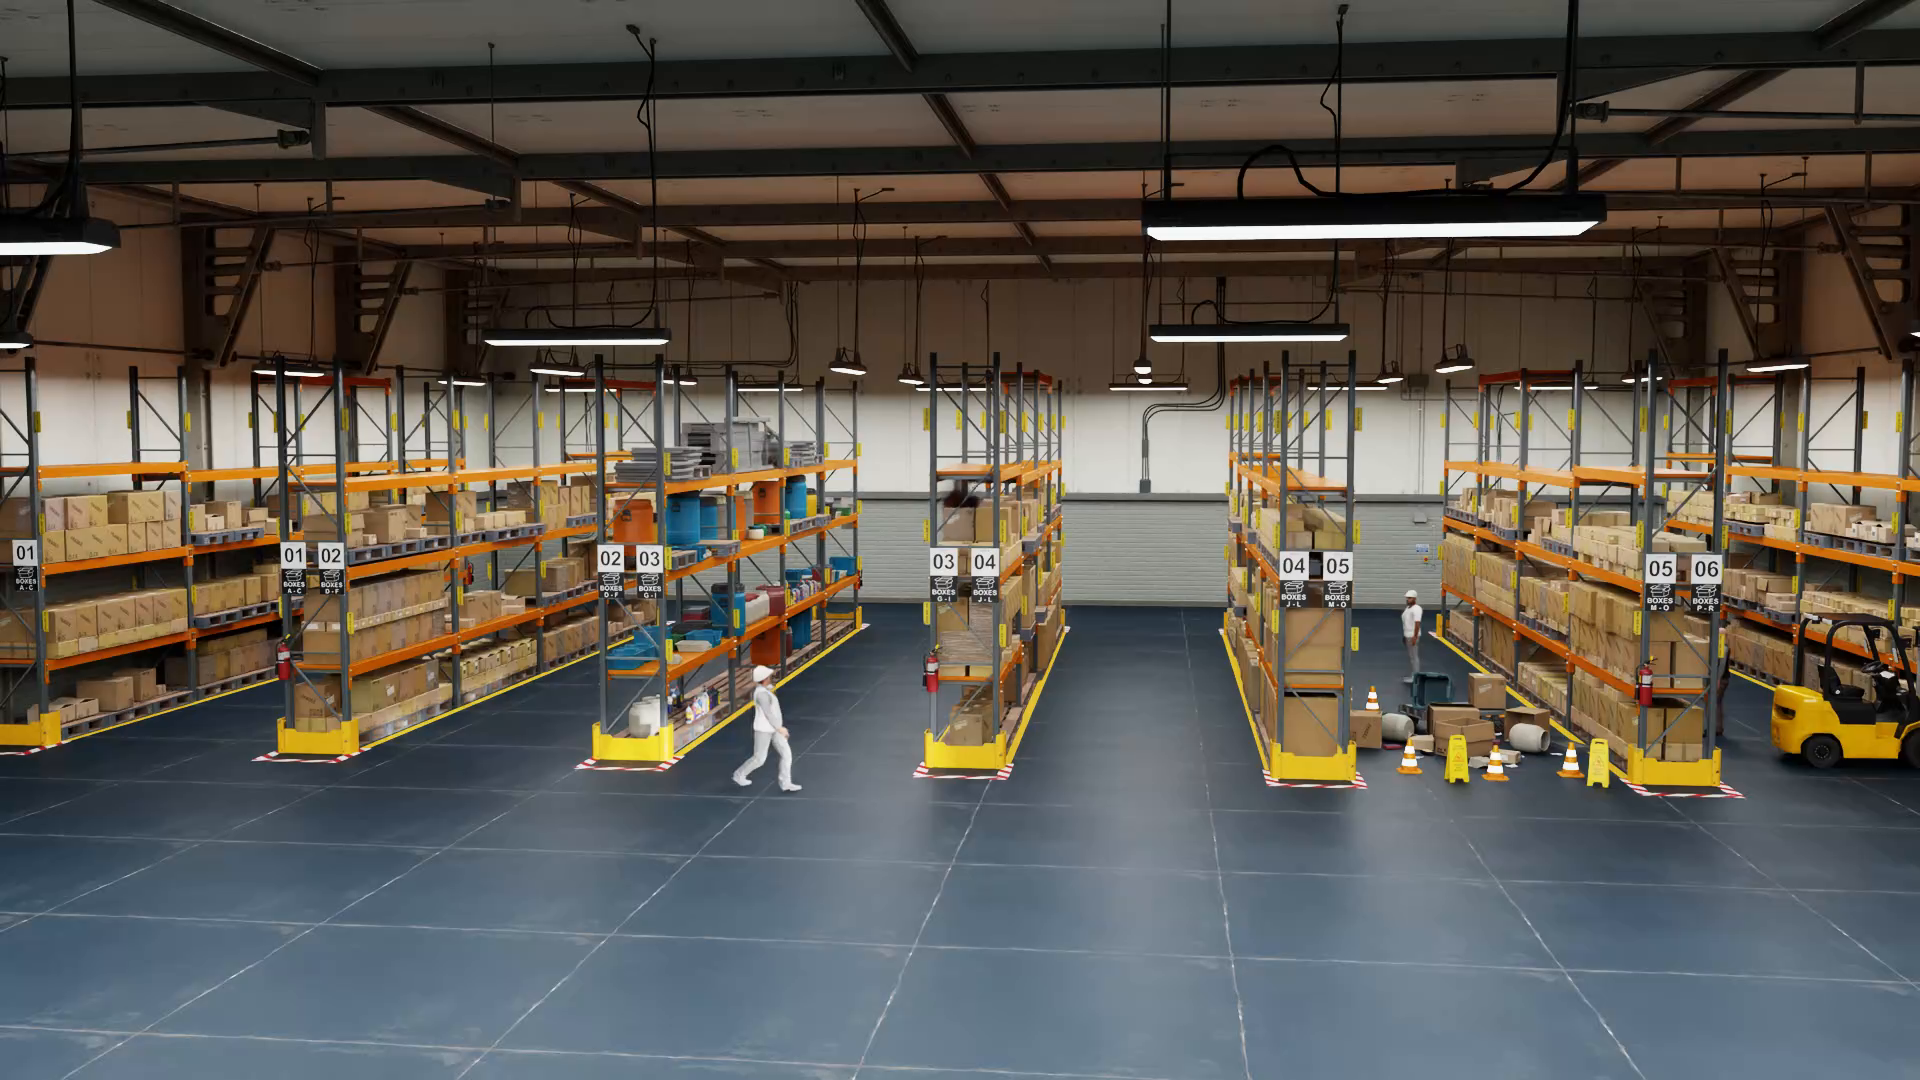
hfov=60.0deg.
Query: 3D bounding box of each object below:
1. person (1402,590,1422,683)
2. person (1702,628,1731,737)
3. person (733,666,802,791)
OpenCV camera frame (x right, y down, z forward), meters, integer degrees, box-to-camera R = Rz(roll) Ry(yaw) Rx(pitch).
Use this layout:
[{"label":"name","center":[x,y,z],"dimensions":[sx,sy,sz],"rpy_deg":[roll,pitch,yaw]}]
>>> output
[{"label":"person","center":[8.693,1.853,32.004],"dimensions":[0.372,1.766,0.632],"rpy_deg":[1,4,11]},{"label":"person","center":[12.115,2.269,26.630],"dimensions":[0.429,1.733,0.609],"rpy_deg":[3,5,39]},{"label":"person","center":[-2.634,2.553,22.543],"dimensions":[0.956,1.720,0.487],"rpy_deg":[2,4,21]}]
